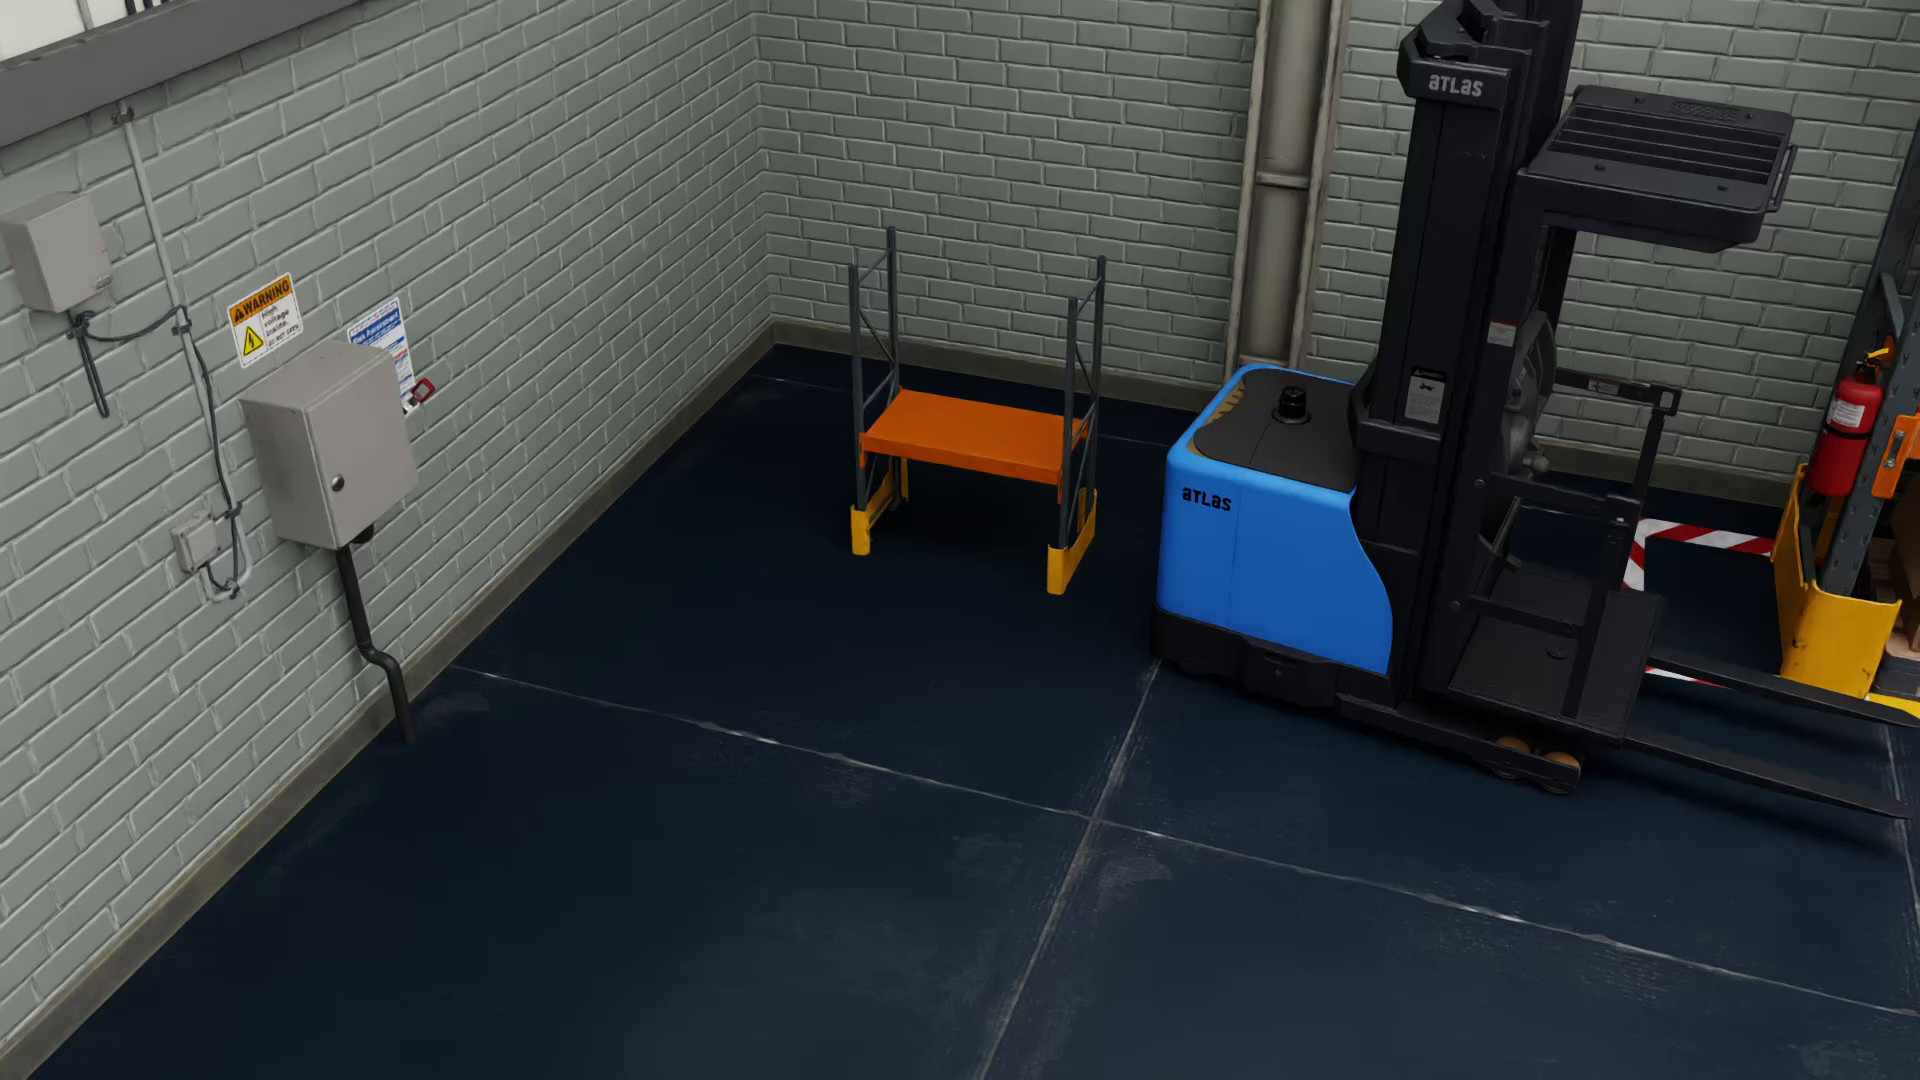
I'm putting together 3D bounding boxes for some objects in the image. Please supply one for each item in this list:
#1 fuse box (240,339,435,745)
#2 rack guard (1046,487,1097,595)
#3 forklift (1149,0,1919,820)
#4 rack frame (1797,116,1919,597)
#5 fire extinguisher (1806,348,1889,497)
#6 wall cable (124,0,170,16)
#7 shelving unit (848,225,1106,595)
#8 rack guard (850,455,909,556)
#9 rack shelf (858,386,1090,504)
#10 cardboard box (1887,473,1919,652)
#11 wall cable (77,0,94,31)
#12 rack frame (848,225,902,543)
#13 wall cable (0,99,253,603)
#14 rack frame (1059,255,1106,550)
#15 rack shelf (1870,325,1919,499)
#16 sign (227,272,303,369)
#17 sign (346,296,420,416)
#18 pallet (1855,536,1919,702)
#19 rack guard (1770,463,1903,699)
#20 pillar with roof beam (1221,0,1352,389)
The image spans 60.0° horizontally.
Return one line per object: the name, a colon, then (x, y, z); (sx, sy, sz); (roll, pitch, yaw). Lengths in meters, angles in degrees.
fuse box: (-2.266, 0.111, 6.501); (0.414, 1.711, 0.539); (11, 34, 16)
rack guard: (0.541, 0.000, 8.019); (0.087, 0.250, 0.587); (11, 34, 16)
forklift: (2.386, -0.545, 6.392); (3.031, 2.935, 1.130); (16, 36, 23)
rack frame: (3.875, -0.900, 6.879); (0.127, 3.000, 1.000); (11, 34, 16)
fire extinguisher: (3.581, -0.502, 6.677); (0.183, 0.674, 0.296); (11, 34, 16)
wall cable: (-2.014, -3.597, 5.491); (0.133, 3.039, 2.988); (11, 34, 16)
shelving unit: (0.072, -0.616, 7.822); (1.083, 1.500, 0.587); (11, 34, 16)
rack guard: (-0.397, -0.182, 8.302); (0.087, 0.250, 0.587); (11, 34, 16)
rack shelf: (0.080, -0.463, 7.917); (1.000, 0.185, 0.538); (11, 34, 16)
cardboard box: (4.419, 0.133, 7.194); (0.637, 0.503, 0.797); (10, 34, 15)
wall cable: (-2.989, -2.166, 3.308); (0.029, 3.000, 2.355); (11, 34, 16)
rack frame: (-0.398, -0.707, 7.963); (0.032, 1.500, 0.500); (11, 34, 16)
wall cable: (-2.644, -0.538, 5.381); (0.122, 1.984, 0.588); (11, 34, 16)
rack frame: (0.559, -0.521, 7.675); (0.032, 1.500, 0.500); (11, 34, 16)
rack shelf: (5.758, -0.232, 6.507); (4.000, 0.370, 1.077); (11, 34, 16)
sign: (-2.479, -0.787, 5.943); (0.001, 0.242, 0.339); (11, 34, 16)
sign: (-2.294, -0.681, 6.627); (0.001, 0.494, 0.329); (11, 34, 16)
pallet: (4.698, 0.431, 7.388); (1.213, 0.211, 1.003); (11, 34, 16)
rack guard: (3.947, 0.164, 7.535); (0.348, 0.500, 1.175); (11, 34, 16)
pillar with roof beam: (0.189, -2.176, 3.324); (0.400, 9.000, 9.100); (11, 34, 16)
